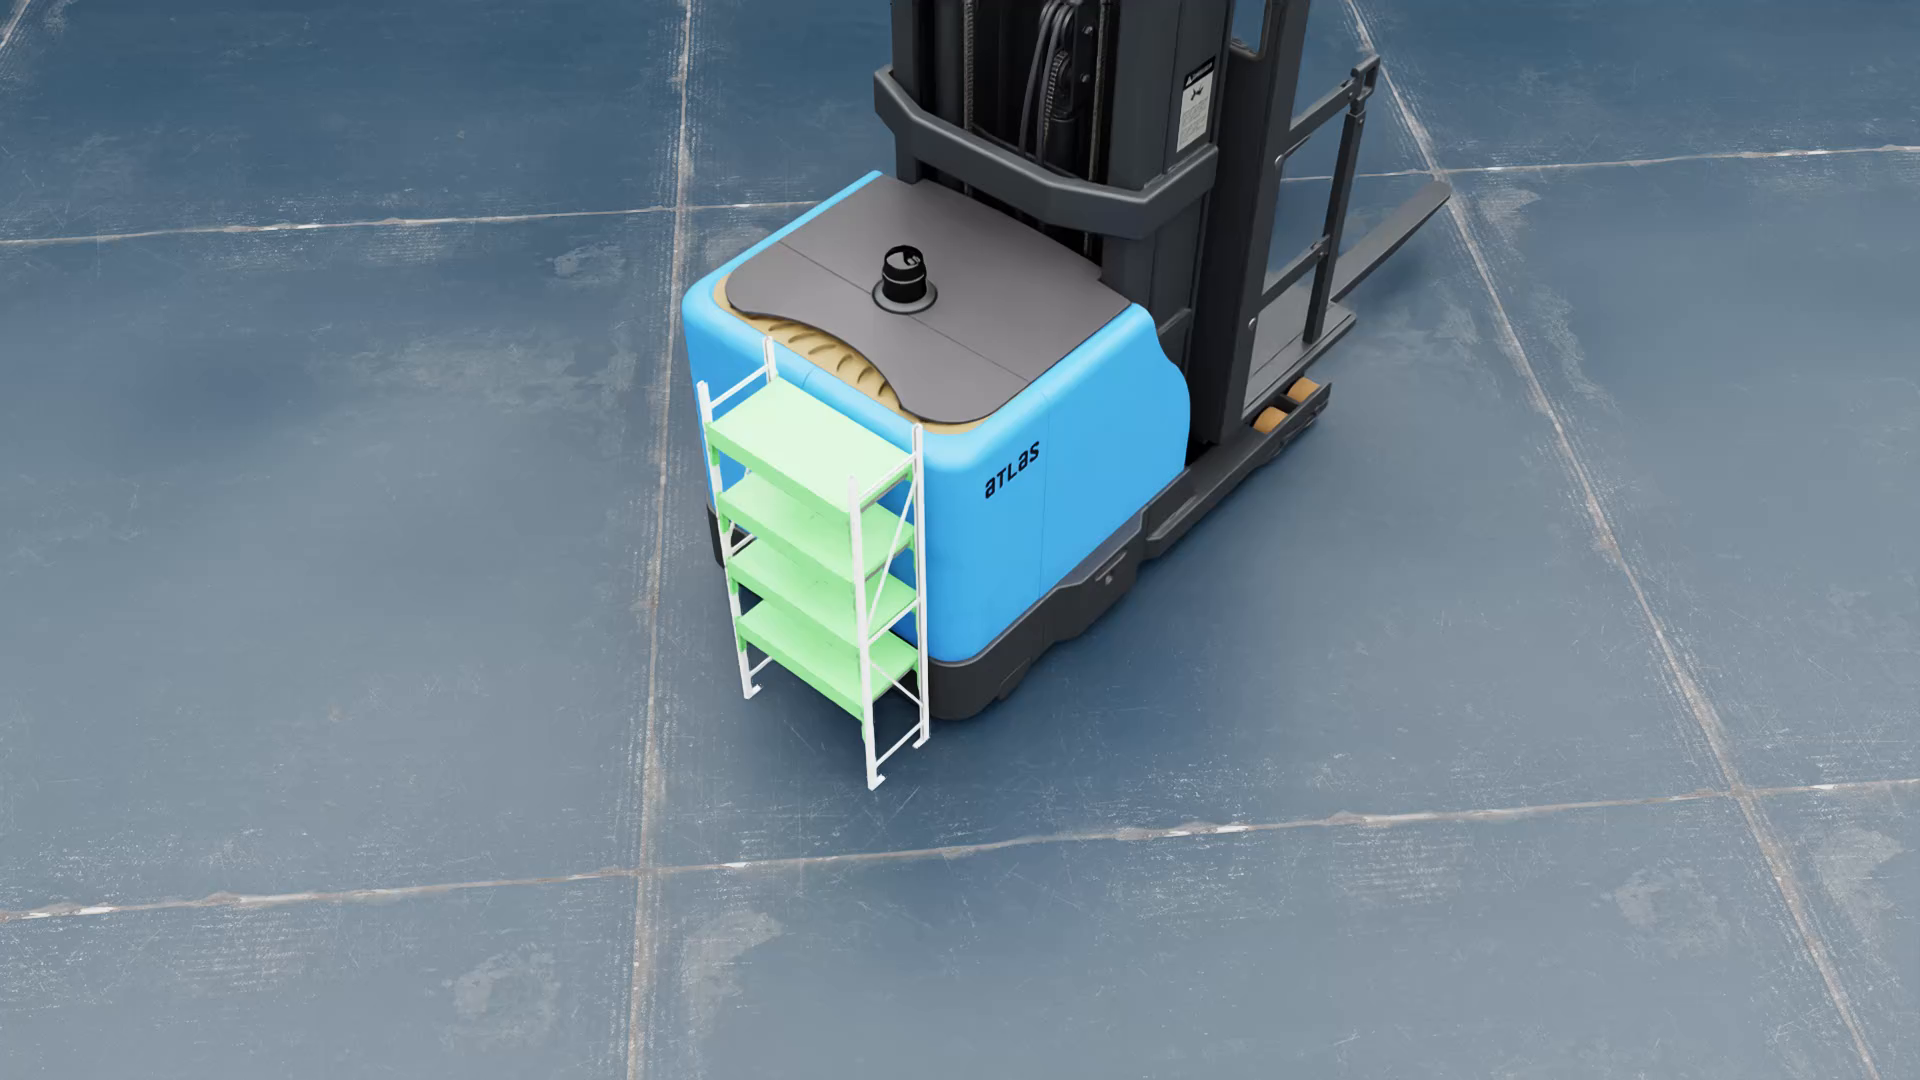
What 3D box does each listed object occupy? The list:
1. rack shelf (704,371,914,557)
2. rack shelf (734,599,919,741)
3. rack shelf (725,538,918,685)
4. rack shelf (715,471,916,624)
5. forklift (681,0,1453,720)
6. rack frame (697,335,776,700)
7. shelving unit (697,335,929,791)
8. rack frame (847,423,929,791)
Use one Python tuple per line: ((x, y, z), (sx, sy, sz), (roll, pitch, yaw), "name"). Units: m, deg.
((-0.356, -0.191, 4.031), (0.480, 0.148, 0.258), (32, 54, 27), "rack shelf")
((-0.356, 0.305, 4.554), (0.480, 0.148, 0.258), (32, 54, 27), "rack shelf")
((-0.356, 0.140, 4.379), (0.480, 0.148, 0.258), (32, 54, 27), "rack shelf")
((-0.356, -0.025, 4.205), (0.480, 0.148, 0.258), (32, 54, 27), "rack shelf")
((0.589, -1.499, 4.651), (1.130, 2.935, 3.031), (32, 54, 27), "forklift")
((-0.541, -0.019, 4.442), (0.015, 1.200, 0.240), (32, 54, 27), "rack frame")
((-0.356, 0.096, 4.333), (0.503, 1.200, 0.258), (32, 54, 27), "shelving unit")
((-0.170, 0.211, 4.224), (0.015, 1.200, 0.240), (32, 54, 27), "rack frame")
